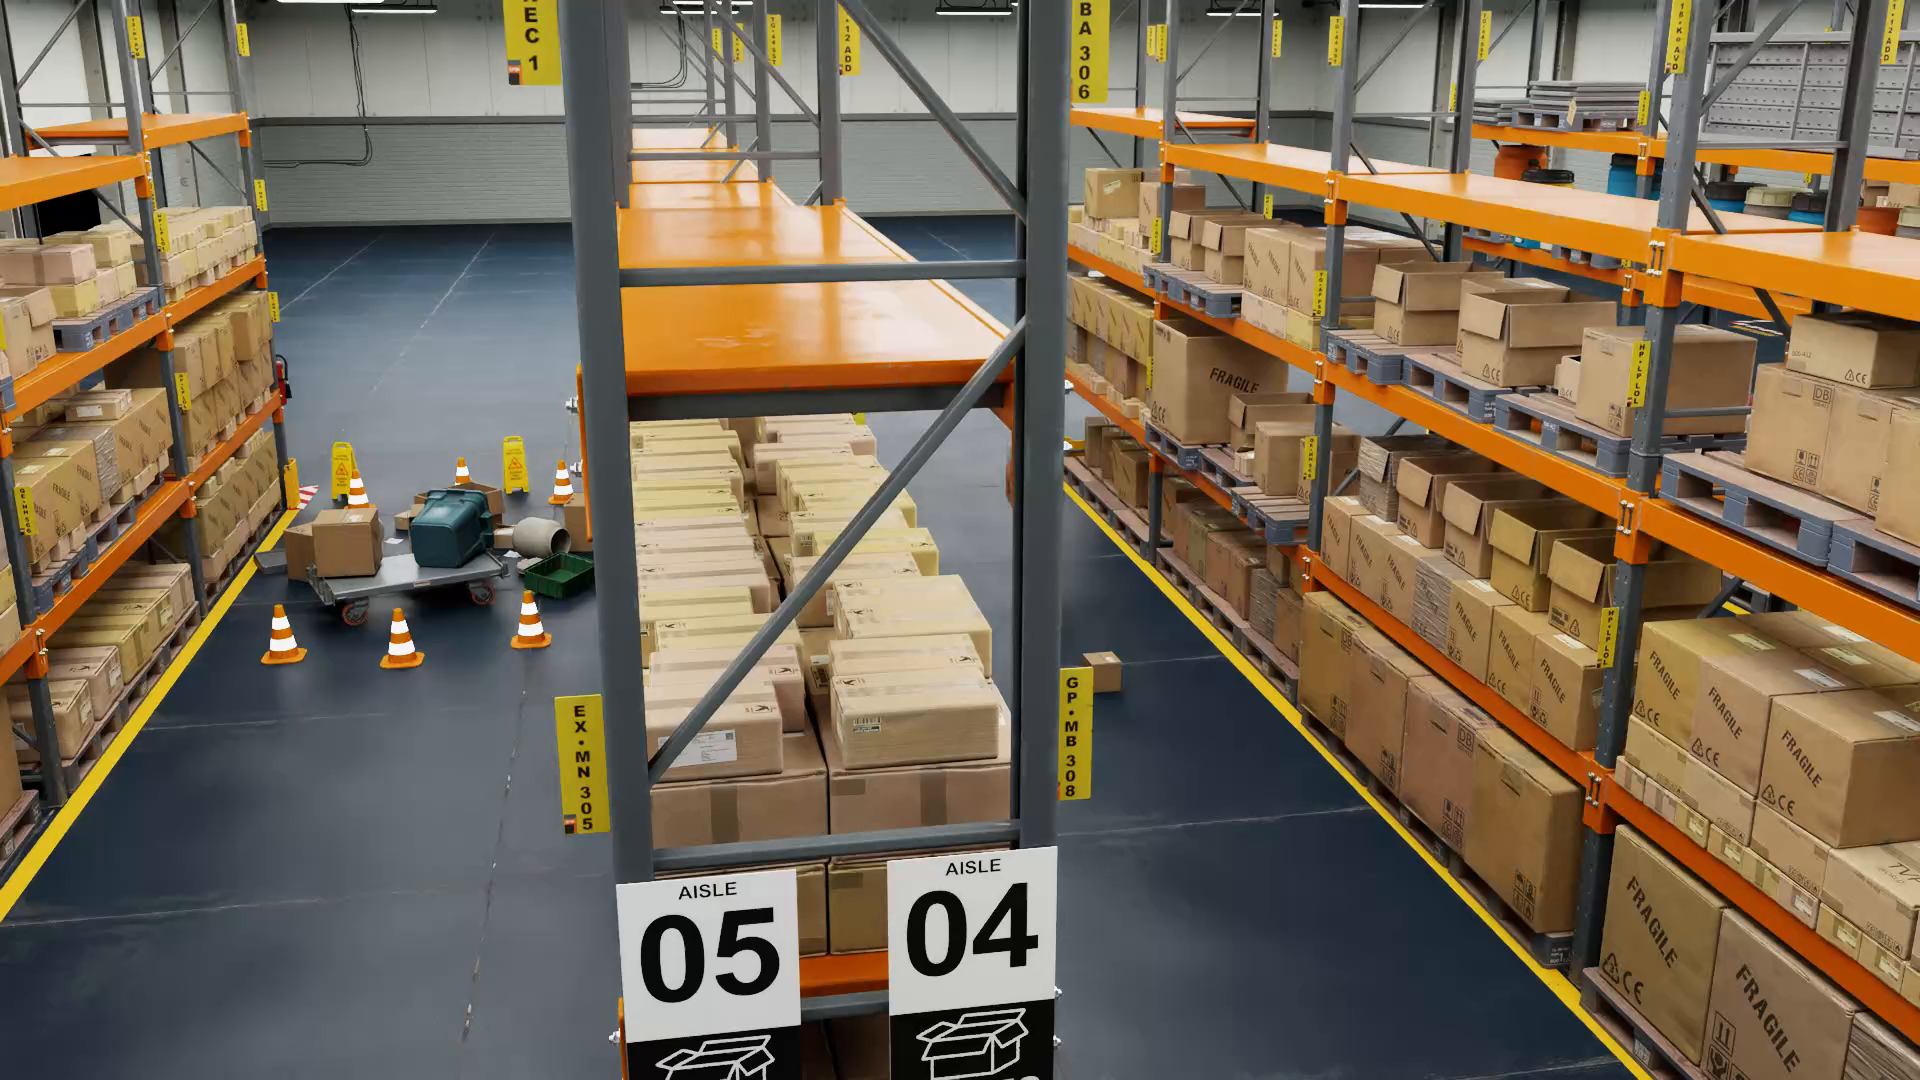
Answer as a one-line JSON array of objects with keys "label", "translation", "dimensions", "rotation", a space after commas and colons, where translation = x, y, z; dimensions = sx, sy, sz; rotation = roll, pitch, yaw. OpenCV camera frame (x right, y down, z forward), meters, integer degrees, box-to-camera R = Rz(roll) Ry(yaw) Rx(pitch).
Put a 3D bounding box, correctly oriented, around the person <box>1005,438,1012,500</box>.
[{"label": "person", "translation": [0.652, -0.486, 16.148], "dimensions": [0.444, 1.690, 0.463], "rotation": [-3, 17, -10]}]
